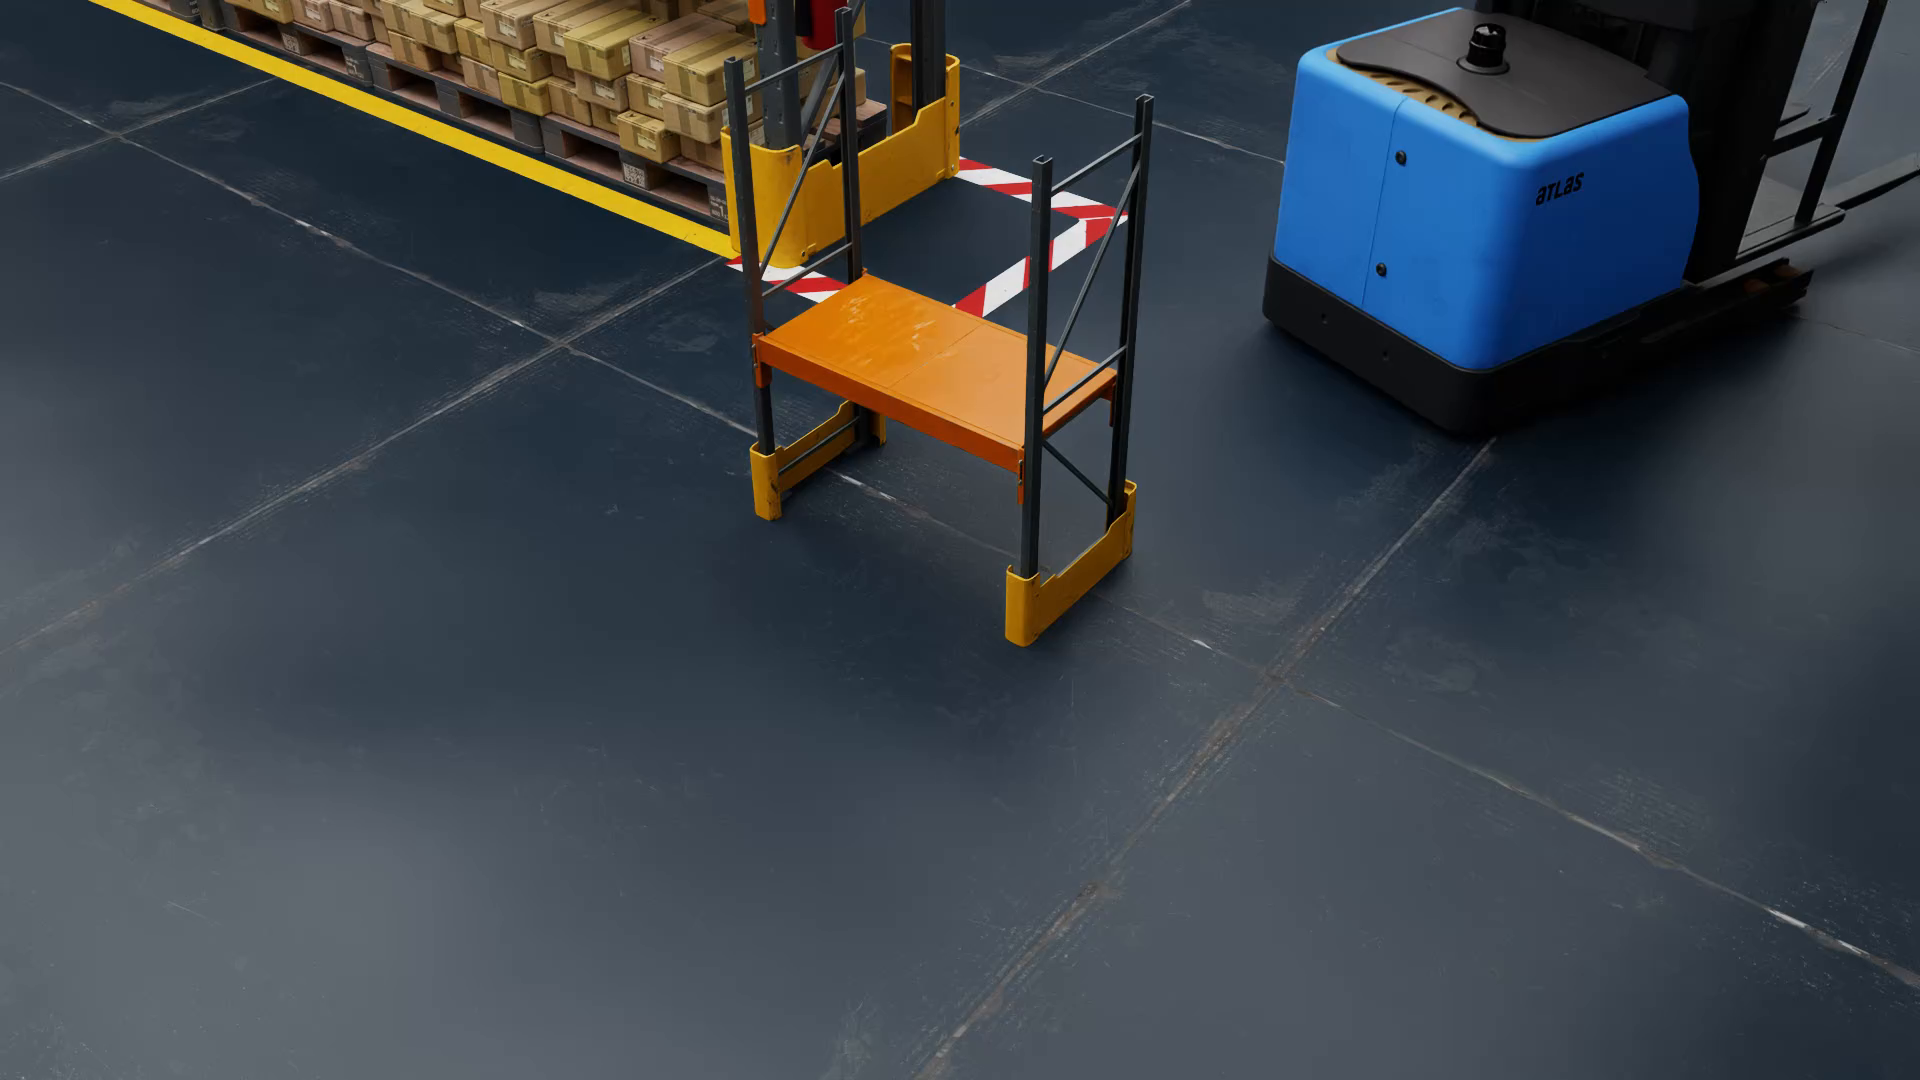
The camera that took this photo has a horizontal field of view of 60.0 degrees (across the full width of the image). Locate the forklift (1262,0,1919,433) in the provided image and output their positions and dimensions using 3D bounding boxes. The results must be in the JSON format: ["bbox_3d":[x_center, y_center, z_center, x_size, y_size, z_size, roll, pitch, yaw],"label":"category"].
[{"bbox_3d":[2.640,-2.220,5.708,3.031,2.935,1.130,-22,43,-26],"label":"forklift"}]

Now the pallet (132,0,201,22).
[{"bbox_3d":[-4.204,-3.259,9.241,1.213,0.211,1.003,25,45,29],"label":"pallet"}]

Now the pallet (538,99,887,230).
[{"bbox_3d":[-1.091,-1.820,7.403,1.213,0.211,1.003,25,45,29],"label":"pallet"}]

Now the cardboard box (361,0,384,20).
[{"bbox_3d":[-2.603,-2.592,7.858,0.250,0.149,0.380,27,46,30],"label":"cardboard box"}]

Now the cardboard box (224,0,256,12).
[{"bbox_3d":[-3.490,-2.815,8.384,0.250,0.149,0.380,23,44,27],"label":"cardboard box"}]

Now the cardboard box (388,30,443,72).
[{"bbox_3d":[-2.435,-2.349,7.789,0.250,0.149,0.380,24,44,27],"label":"cardboard box"}]

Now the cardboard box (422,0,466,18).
[{"bbox_3d":[-2.211,-2.515,7.518,0.250,0.149,0.380,25,45,29],"label":"cardboard box"}]

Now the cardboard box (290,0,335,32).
[{"bbox_3d":[-3.050,-2.648,8.171,0.250,0.149,0.380,25,44,28],"label":"cardboard box"}]

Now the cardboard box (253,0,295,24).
[{"bbox_3d":[-3.279,-2.715,8.257,0.250,0.149,0.380,27,45,30],"label":"cardboard box"}]

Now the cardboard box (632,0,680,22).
[{"bbox_3d":[-1.279,-2.461,7.450,0.250,0.149,0.380,23,44,27],"label":"cardboard box"}]

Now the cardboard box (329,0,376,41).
[{"bbox_3d":[-2.818,-2.577,8.080,0.250,0.149,0.380,24,44,28],"label":"cardboard box"}]

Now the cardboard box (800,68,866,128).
[{"bbox_3d":[-0.629,-1.964,7.297,0.250,0.149,0.380,26,45,29],"label":"cardboard box"}]

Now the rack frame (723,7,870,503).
[{"bbox_3d":[-0.472,-0.813,5.072,0.032,1.500,0.500,25,45,29],"label":"rack frame"}]

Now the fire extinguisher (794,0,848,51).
[{"bbox_3d":[-0.487,-2.070,5.826,0.183,0.674,0.296,25,45,29],"label":"fire extinguisher"}]

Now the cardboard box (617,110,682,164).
[{"bbox_3d":[-1.218,-1.752,7.027,0.250,0.149,0.380,27,45,30],"label":"cardboard box"}]

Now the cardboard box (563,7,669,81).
[{"bbox_3d":[-1.429,-2.076,6.958,0.250,0.149,0.380,24,44,28],"label":"cardboard box"}]

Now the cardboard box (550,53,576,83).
[{"bbox_3d":[-1.565,-2.131,7.269,0.250,0.149,0.380,25,44,28],"label":"cardboard box"}]

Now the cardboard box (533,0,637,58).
[{"bbox_3d":[-1.596,-2.204,7.121,0.250,0.149,0.380,23,44,27],"label":"cardboard box"}]

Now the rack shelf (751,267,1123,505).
[{"bbox_3d":[-0.068,-0.481,4.939,1.000,0.185,0.538,25,45,29],"label":"rack shelf"}]

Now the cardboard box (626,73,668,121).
[{"bbox_3d":[-1.175,-1.910,6.987,0.250,0.149,0.380,24,44,28],"label":"cardboard box"}]

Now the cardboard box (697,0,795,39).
[{"bbox_3d":[-0.909,-2.252,7.182,0.250,0.149,0.380,26,45,29],"label":"cardboard box"}]

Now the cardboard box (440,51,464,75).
[{"bbox_3d":[-2.180,-2.288,7.711,0.250,0.149,0.380,27,45,30],"label":"cardboard box"}]

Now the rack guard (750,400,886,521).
[{"bbox_3d":[-0.456,-0.313,5.448,0.087,0.250,0.587,25,45,29],"label":"rack guard"}]

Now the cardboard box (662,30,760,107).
[{"bbox_3d":[-0.982,-1.919,6.757,0.250,0.149,0.380,26,45,29],"label":"cardboard box"}]

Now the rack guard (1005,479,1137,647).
[{"bbox_3d":[0.335,0.060,4.971,0.087,0.250,0.587,25,45,29],"label":"rack guard"}]

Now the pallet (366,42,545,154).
[{"bbox_3d":[-2.056,-2.277,7.987,1.213,0.211,1.003,25,45,29],"label":"pallet"}]

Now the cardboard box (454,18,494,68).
[{"bbox_3d":[-2.025,-2.272,7.450,0.250,0.149,0.380,28,46,31],"label":"cardboard box"}]

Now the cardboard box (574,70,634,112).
[{"bbox_3d":[-1.414,-1.980,7.076,0.250,0.149,0.380,23,44,27],"label":"cardboard box"}]

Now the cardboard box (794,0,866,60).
[{"bbox_3d":[-0.617,-2.208,7.126,0.250,0.149,0.380,23,44,27],"label":"cardboard box"}]

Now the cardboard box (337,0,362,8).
[{"bbox_3d":[-2.807,-2.707,8.004,0.250,0.149,0.380,23,44,26],"label":"cardboard box"}]

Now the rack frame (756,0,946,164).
[{"bbox_3d":[-0.407,-2.568,6.097,0.127,3.000,1.000,25,45,29],"label":"rack frame"}]

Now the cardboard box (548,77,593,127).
[{"bbox_3d":[-1.579,-1.980,7.317,0.250,0.149,0.380,26,45,29],"label":"cardboard box"}]

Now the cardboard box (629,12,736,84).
[{"bbox_3d":[-1.146,-2.041,6.913,0.250,0.149,0.380,26,45,29],"label":"cardboard box"}]

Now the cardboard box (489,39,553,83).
[{"bbox_3d":[-1.833,-2.167,7.315,0.250,0.149,0.380,26,45,29],"label":"cardboard box"}]

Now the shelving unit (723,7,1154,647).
[{"bbox_3d":[-0.061,-0.619,4.824,1.083,1.500,0.587,25,45,29],"label":"shelving unit"}]

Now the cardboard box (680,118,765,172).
[{"bbox_3d":[-0.952,-1.706,6.967,0.250,0.149,0.380,26,45,29],"label":"cardboard box"}]

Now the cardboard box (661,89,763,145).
[{"bbox_3d":[-1.000,-1.786,6.828,0.250,0.149,0.380,24,44,27],"label":"cardboard box"}]

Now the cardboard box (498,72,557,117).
[{"bbox_3d":[-1.820,-2.045,7.400,0.250,0.149,0.380,23,44,27],"label":"cardboard box"}]

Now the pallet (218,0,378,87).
[{"bbox_3d":[-3.029,-2.734,8.571,1.213,0.211,1.003,25,45,29],"label":"pallet"}]

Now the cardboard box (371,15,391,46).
[{"bbox_3d":[-2.583,-2.494,7.974,0.250,0.149,0.380,23,44,27],"label":"cardboard box"}]

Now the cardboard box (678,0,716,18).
[{"bbox_3d":[-1.031,-2.409,7.383,0.250,0.149,0.380,25,45,28],"label":"cardboard box"}]

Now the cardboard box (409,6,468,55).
[{"bbox_3d":[-2.261,-2.362,7.564,0.250,0.149,0.380,26,45,29],"label":"cardboard box"}]

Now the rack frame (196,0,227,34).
[{"bbox_3d":[-3.584,-4.066,8.010,0.127,3.000,1.000,25,45,29],"label":"rack frame"}]

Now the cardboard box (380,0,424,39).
[{"bbox_3d":[-2.441,-2.466,7.698,0.250,0.149,0.380,25,44,28],"label":"cardboard box"}]

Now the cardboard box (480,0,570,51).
[{"bbox_3d":[-1.844,-2.278,7.215,0.250,0.149,0.380,27,45,30],"label":"cardboard box"}]

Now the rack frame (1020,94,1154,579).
[{"bbox_3d":[0.336,-0.432,4.585,0.032,1.500,0.500,25,45,29],"label":"rack frame"}]

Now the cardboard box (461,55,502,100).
[{"bbox_3d":[-2.025,-2.157,7.543,0.250,0.149,0.380,26,45,29],"label":"cardboard box"}]

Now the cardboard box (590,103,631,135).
[{"bbox_3d":[-1.375,-1.894,7.207,0.250,0.149,0.380,25,44,28],"label":"cardboard box"}]

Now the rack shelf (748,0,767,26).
[{"bbox_3d":[-1.996,-3.034,7.275,4.000,0.370,1.077,25,45,29],"label":"rack shelf"}]

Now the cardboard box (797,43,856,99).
[{"bbox_3d":[-0.667,-2.050,7.166,0.250,0.149,0.380,27,46,30],"label":"cardboard box"}]

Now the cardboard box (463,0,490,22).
[{"bbox_3d":[-1.986,-2.431,7.411,0.250,0.149,0.380,24,44,27],"label":"cardboard box"}]

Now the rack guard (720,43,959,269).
[{"bbox_3d":[-0.467,-1.612,6.904,0.348,0.500,1.175,25,45,29],"label":"rack guard"}]
